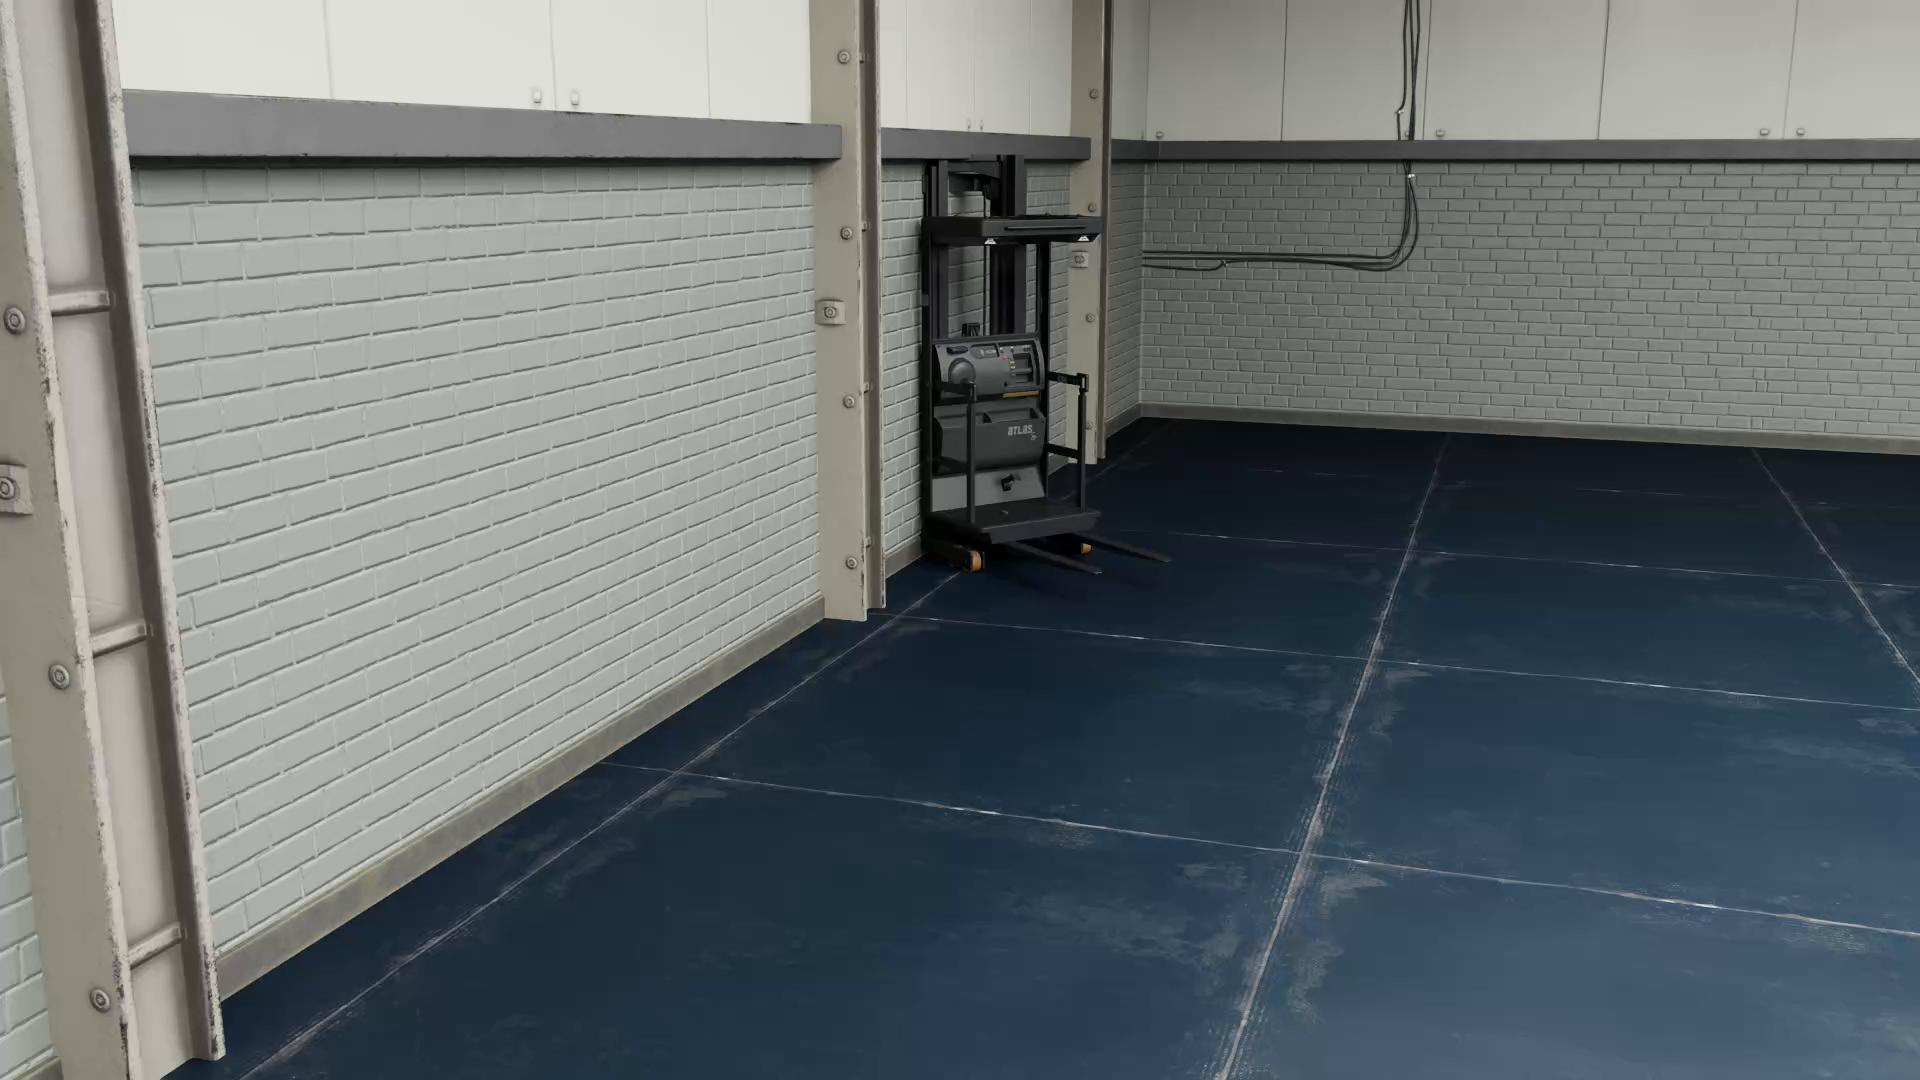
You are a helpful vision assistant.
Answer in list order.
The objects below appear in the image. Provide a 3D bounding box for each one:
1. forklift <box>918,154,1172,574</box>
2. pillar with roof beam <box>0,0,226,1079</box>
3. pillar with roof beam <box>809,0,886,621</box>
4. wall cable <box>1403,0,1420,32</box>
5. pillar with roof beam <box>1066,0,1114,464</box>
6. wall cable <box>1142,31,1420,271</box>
[{"bbox_3d":[0.343,-1.313,12.155,1.130,2.935,3.031,-8,15,-32],"label":"forklift"},{"bbox_3d":[1.431,-2.343,3.030,9.100,9.000,0.400,4,14,18],"label":"pillar with roof beam"},{"bbox_3d":[3.372,-3.606,8.565,9.100,9.000,0.400,4,14,18],"label":"pillar with roof beam"},{"bbox_3d":[6.004,-6.458,16.689,3.097,2.526,0.112,4,14,18],"label":"wall cable"},{"bbox_3d":[5.313,-4.870,14.100,9.100,9.000,0.400,4,14,18],"label":"pillar with roof beam"},{"bbox_3d":[3.444,-4.191,18.104,3.097,2.526,0.112,4,14,18],"label":"wall cable"}]
